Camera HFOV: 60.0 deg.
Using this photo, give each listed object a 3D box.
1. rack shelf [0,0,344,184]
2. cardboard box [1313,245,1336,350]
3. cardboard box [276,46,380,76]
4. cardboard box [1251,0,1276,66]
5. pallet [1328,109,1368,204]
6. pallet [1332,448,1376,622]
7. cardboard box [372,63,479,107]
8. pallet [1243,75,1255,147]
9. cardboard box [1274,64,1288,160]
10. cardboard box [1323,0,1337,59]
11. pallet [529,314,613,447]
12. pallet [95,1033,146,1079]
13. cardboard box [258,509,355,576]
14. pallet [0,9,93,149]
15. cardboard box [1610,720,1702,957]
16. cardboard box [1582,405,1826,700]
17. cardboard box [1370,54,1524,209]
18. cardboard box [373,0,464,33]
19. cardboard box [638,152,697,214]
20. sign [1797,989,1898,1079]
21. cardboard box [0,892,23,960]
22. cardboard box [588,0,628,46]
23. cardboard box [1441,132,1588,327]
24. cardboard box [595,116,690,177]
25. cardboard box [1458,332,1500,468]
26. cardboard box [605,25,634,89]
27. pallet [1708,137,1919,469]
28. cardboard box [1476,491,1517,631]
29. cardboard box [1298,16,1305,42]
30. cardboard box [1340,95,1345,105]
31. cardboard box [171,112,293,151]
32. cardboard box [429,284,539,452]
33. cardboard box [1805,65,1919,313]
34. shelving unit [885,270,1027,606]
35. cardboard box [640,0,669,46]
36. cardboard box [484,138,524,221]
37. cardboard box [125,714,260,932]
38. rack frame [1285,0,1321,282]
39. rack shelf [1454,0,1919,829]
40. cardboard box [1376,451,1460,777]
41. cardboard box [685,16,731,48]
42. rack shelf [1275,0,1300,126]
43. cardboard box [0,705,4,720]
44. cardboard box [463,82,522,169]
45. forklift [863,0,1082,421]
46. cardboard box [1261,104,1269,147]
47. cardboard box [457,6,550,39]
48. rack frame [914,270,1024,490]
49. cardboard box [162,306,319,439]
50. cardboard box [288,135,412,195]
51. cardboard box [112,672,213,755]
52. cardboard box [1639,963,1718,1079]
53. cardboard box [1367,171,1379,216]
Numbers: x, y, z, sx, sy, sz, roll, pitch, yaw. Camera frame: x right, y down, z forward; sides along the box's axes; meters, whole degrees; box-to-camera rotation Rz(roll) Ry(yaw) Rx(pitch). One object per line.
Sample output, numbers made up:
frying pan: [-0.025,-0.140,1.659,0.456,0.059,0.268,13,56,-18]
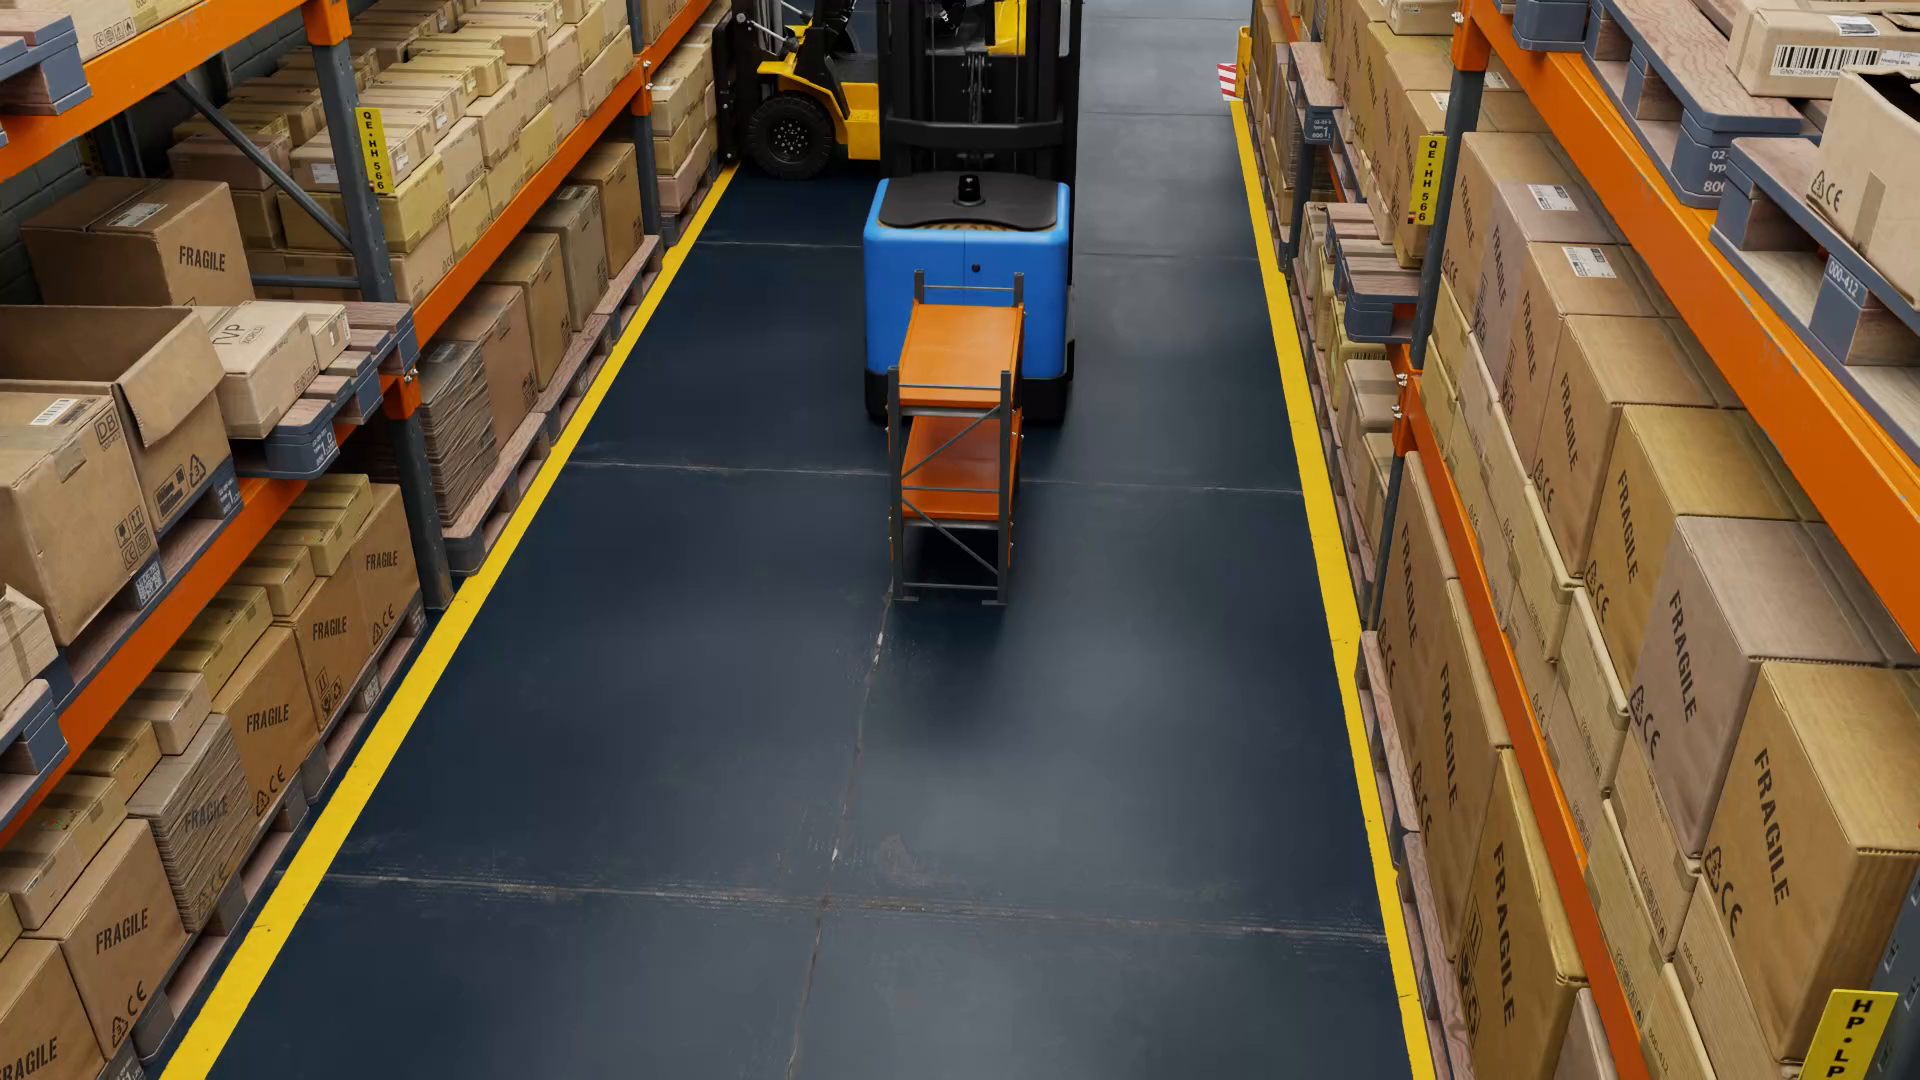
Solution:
rack shelf: [-2.897,-0.940,4.244,1.077,0.370,4.000,2,32,4]
cardboard box: [2.444,-1.307,9.116,0.950,0.372,0.625,4,32,7]
cardboard box: [-2.931,-2.186,7.725,0.380,0.149,0.250,2,32,3]
cardboard box: [2.522,-3.894,12.715,0.500,0.500,0.500,1,32,2]
pallet: [2.334,-1.761,7.931,1.003,0.211,1.213,2,32,4]
pallet: [2.279,-0.027,7.592,1.003,0.211,1.213,2,32,4]
cardboard box: [-2.399,-2.033,7.477,0.380,0.149,0.250,3,32,5]
pallet: [2.757,-3.339,12.966,1.003,0.211,1.213,2,32,4]
cardboard box: [2.359,-2.811,10.959,0.500,0.500,0.500,3,32,5]
cardboard box: [2.175,-2.750,8.574,0.500,0.500,0.500,3,32,4]
pallet: [-2.526,-0.893,8.999,1.003,0.211,1.213,2,32,4]
pallet: [-3.031,1.836,4.569,1.003,0.211,1.213,2,32,4]
cardboard box: [-2.513,0.007,6.244,0.380,0.149,0.250,1,32,1]
pallet: [-2.855,-1.001,3.836,1.213,0.211,1.003,2,32,4]
cardboard box: [1.715,0.635,3.528,0.500,0.250,0.500,3,32,5]
cardboard box: [1.769,0.038,3.780,0.500,0.500,0.500,3,32,5]
cardboard box: [2.005,-1.674,6.828,0.500,0.500,0.500,2,32,3]
cardboard box: [-2.792,-2.719,8.590,0.380,0.149,0.250,2,32,4]
cardboard box: [-2.039,-2.354,10.932,0.500,0.250,0.500,3,32,4]
sign: [1.346,0.809,2.550,0.100,0.325,0.005,2,32,4]
cardboard box: [-2.802,1.082,4.499,0.380,0.149,0.250,2,32,3]
cardboard box: [-2.194,-2.988,9.407,0.500,0.250,0.500,2,32,3]
cardboard box: [1.930,-1.026,5.508,0.500,0.500,0.500,1,32,2]
cardboard box: [-2.061,-2.568,10.802,0.500,0.250,0.500,2,32,4]
cardboard box: [1.883,-0.430,5.255,0.500,0.250,0.500,3,32,5]
cardboard box: [-2.189,-2.769,9.526,0.500,0.250,0.500,3,32,5]
pallet: [1.913,-0.391,2.849,0.805,0.209,1.217,1,32,2]
cardboard box: [1.850,0.047,4.958,0.500,0.250,0.500,3,32,6]
cardboard box: [2.275,-3.102,10.164,0.380,0.149,0.250,3,32,5]
cardboard box: [2.141,-2.279,8.428,0.380,0.149,0.250,3,32,5]
cardboard box: [-2.999,-1.655,6.862,0.380,0.149,0.250,3,32,5]
cardboard box: [-2.624,-0.851,8.135,0.875,0.625,0.625,3,32,6]
cardboard box: [1.750,-0.602,2.693,0.500,0.311,0.500,2,32,4]
shelving unit: [-0.001,-0.475,7.449,0.538,1.125,1.048,2,32,4]
cardboard box: [-2.112,-3.371,10.265,0.500,0.500,0.500,2,32,3]
cardboard box: [-2.374,-1.706,7.802,0.500,0.250,0.500,1,32,2]
cardboard box: [-2.669,0.908,5.401,0.500,0.500,0.500,1,32,2]
rack frame: [2.539,-2.897,9.592,1.000,3.000,0.127,2,32,4]
rack shelf: [2.051,-0.730,3.903,1.077,0.370,4.000,2,32,4]
cardboard box: [2.074,0.278,6.065,0.875,0.875,0.875,2,32,4]
cardboard box: [-1.925,-3.582,11.971,0.500,0.250,0.500,2,32,3]
rack shelf: [2.702,-3.637,11.478,1.077,0.370,4.000,2,32,4]
cardboard box: [-2.755,0.341,3.843,0.700,0.500,0.500,3,32,5]
cardboard box: [-2.352,-1.921,7.674,0.500,0.250,0.500,2,32,3]
forklift: [0.118,-2.612,9.194,1.130,2.935,3.031,2,32,3]
cardboard box: [2.443,-3.034,12.035,0.500,0.250,0.500,5,32,7]
cardboard box: [-2.290,-2.568,8.345,0.380,0.149,0.250,3,32,4]
rack frame: [0.041,-0.741,7.880,0.500,1.125,0.032,2,32,4]
cardboard box: [-2.497,-0.565,5.550,0.500,0.250,0.500,1,32,2]
cardboard box: [-2.415,-1.488,6.592,0.380,0.149,0.250,3,32,5]
cardboard box: [-2.658,0.555,5.354,0.380,0.149,0.250,1,32,2]
cardboard box: [1.673,1.105,3.241,0.500,0.250,0.500,2,32,3]
cardboard box: [1.960,-1.467,7.111,0.380,0.149,0.250,1,32,2]
